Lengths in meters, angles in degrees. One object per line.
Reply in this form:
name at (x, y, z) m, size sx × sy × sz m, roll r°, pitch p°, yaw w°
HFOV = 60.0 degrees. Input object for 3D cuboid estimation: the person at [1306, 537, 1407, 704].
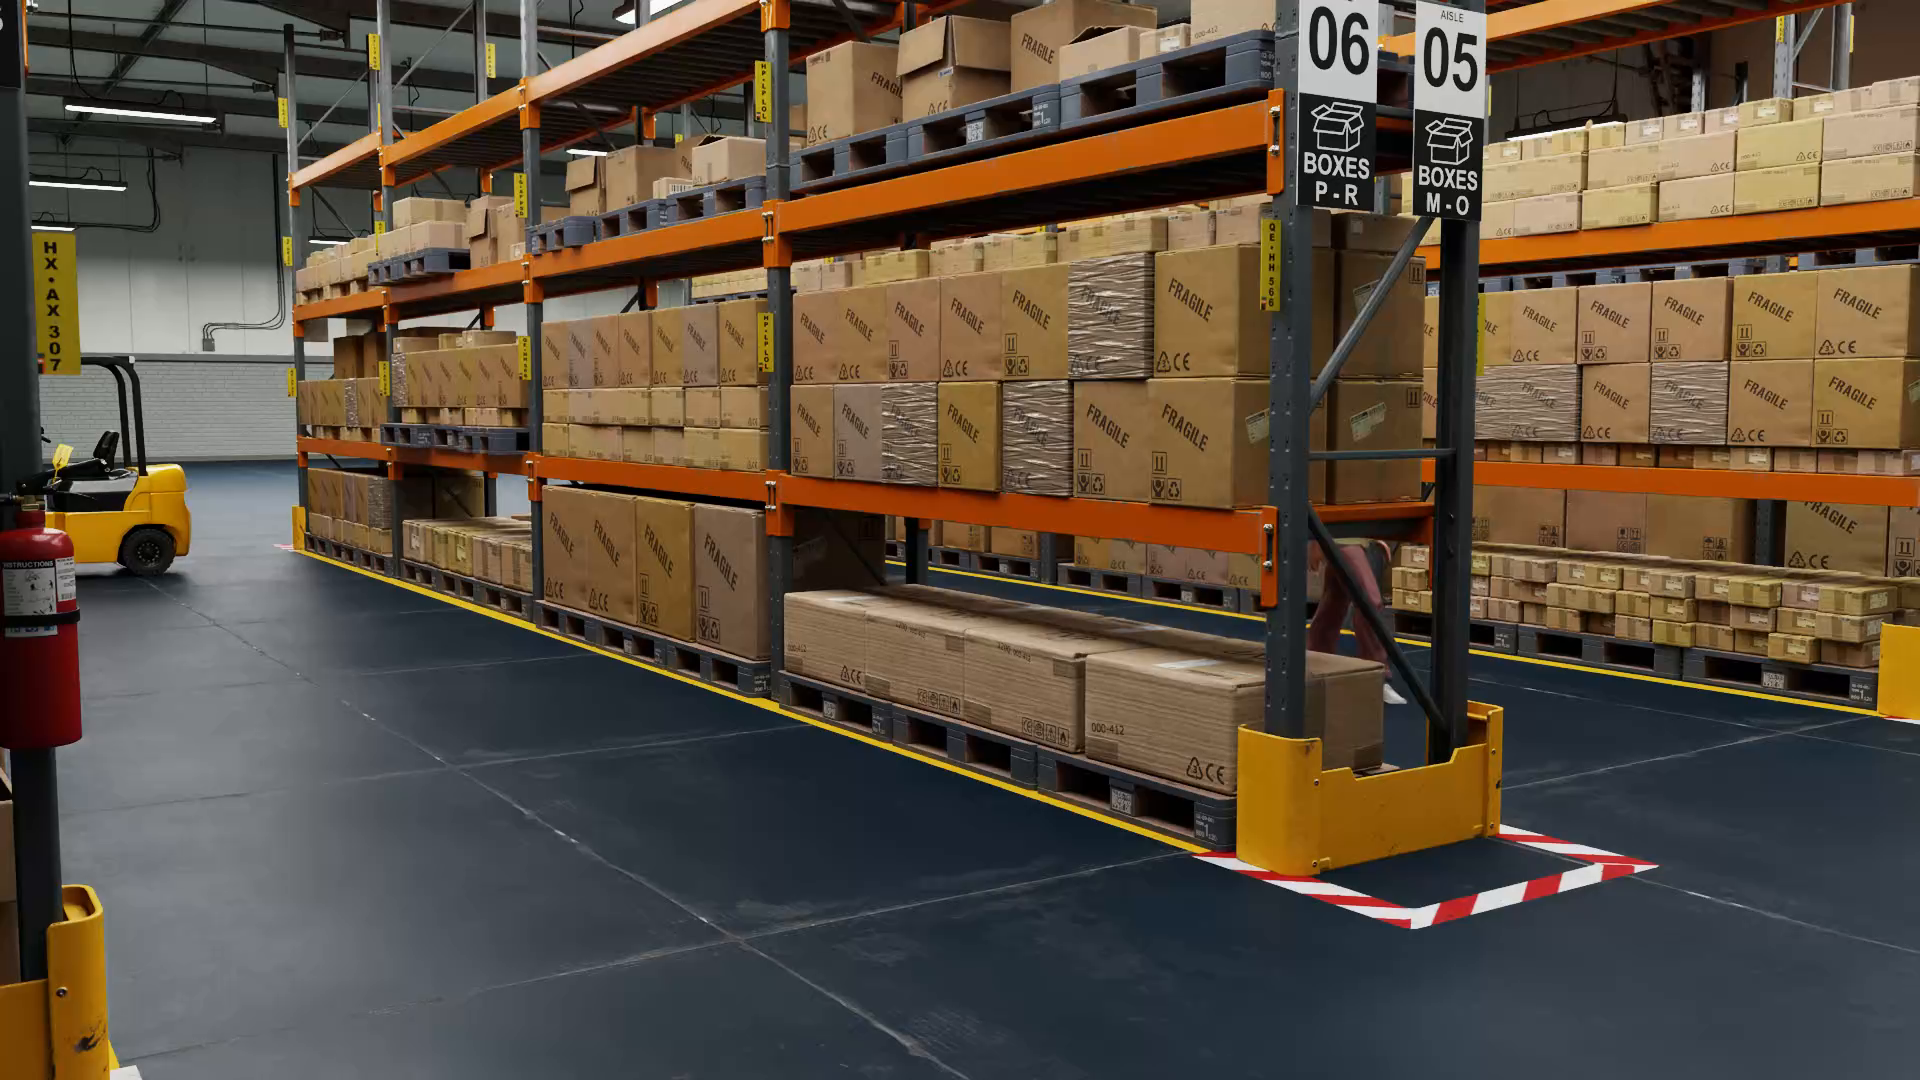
person at (2.316, 0.076, 9.688) m, size 0.714 × 1.703 × 0.454 m, roll 3°, pitch 6°, yaw 35°
